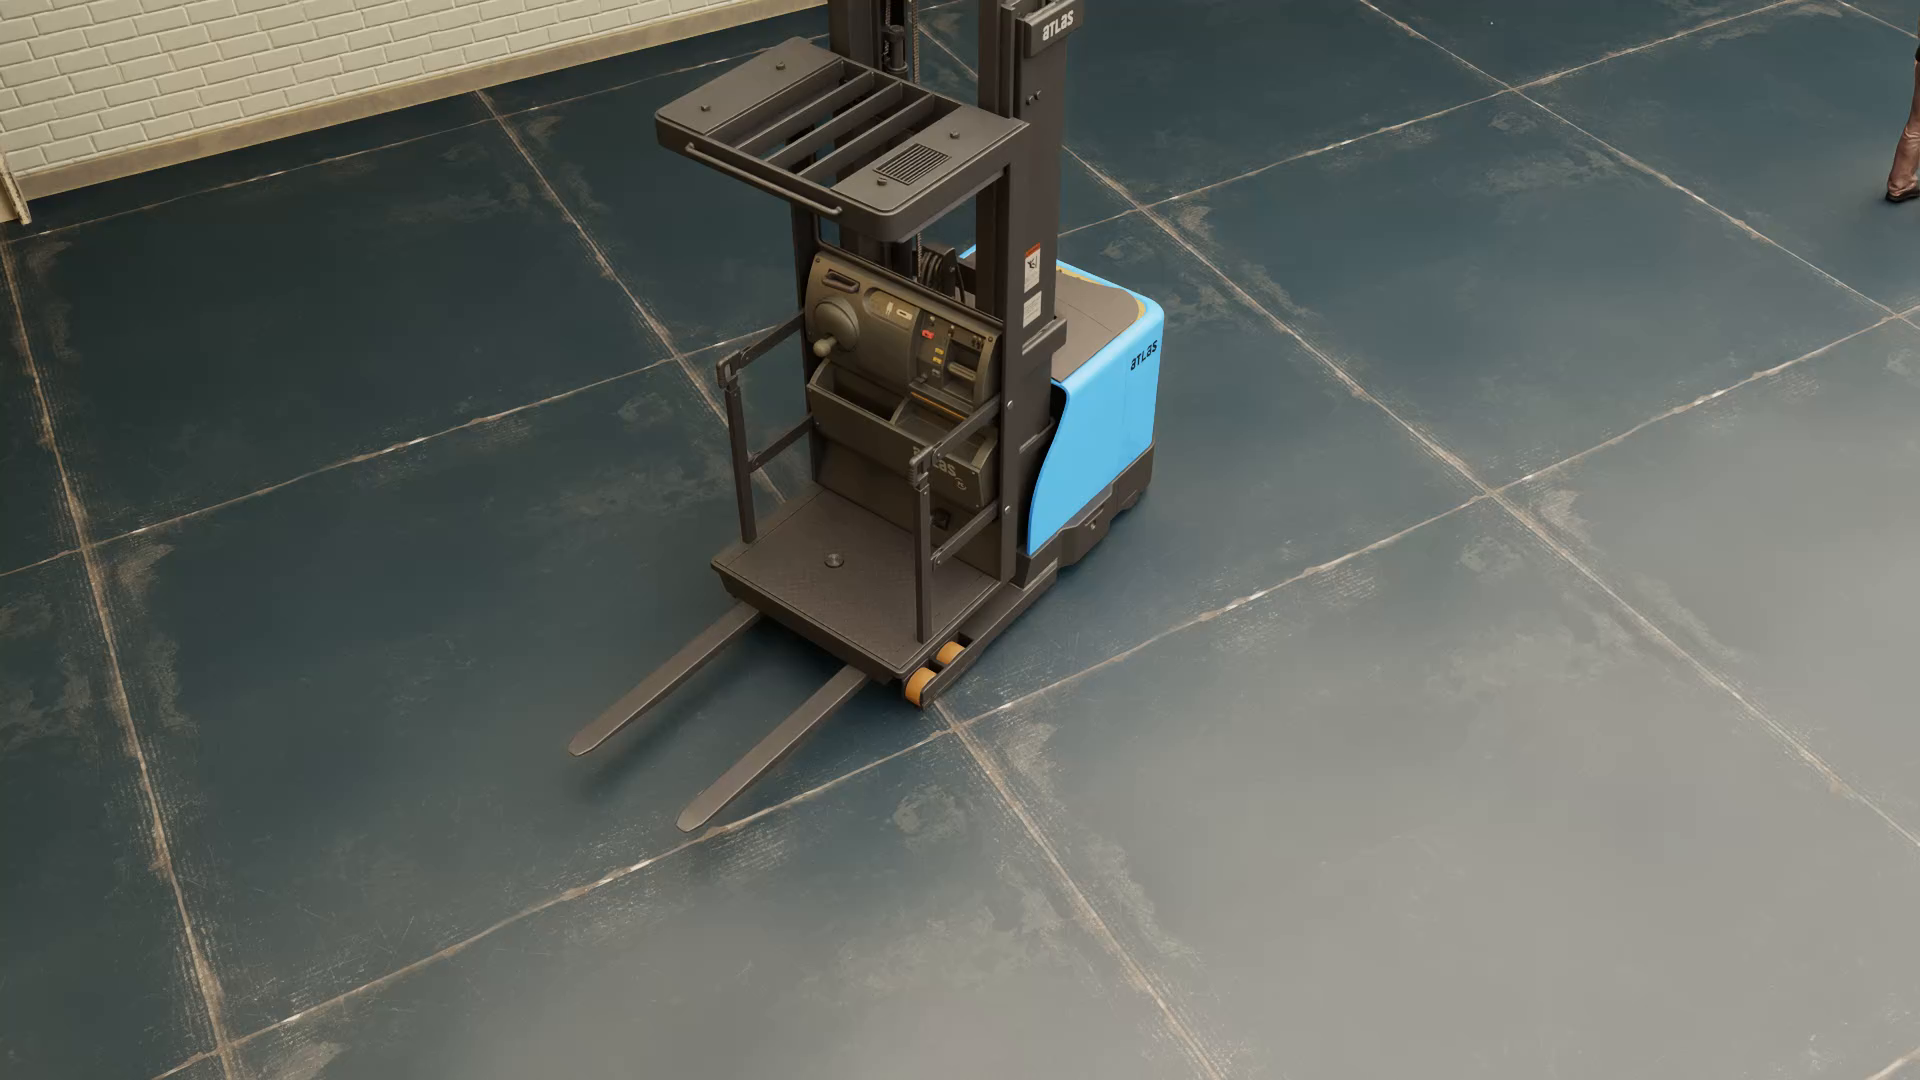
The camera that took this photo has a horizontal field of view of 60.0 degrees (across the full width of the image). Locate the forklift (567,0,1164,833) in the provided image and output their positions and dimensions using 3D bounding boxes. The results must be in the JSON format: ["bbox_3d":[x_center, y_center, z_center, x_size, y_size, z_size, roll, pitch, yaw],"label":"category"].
[{"bbox_3d":[-0.375,-0.749,6.505,1.130,2.935,3.031,28,50,27],"label":"forklift"}]

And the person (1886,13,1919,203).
[{"bbox_3d":[5.731,-2.696,9.484,0.568,1.720,0.631,-12,44,-13],"label":"person"}]
